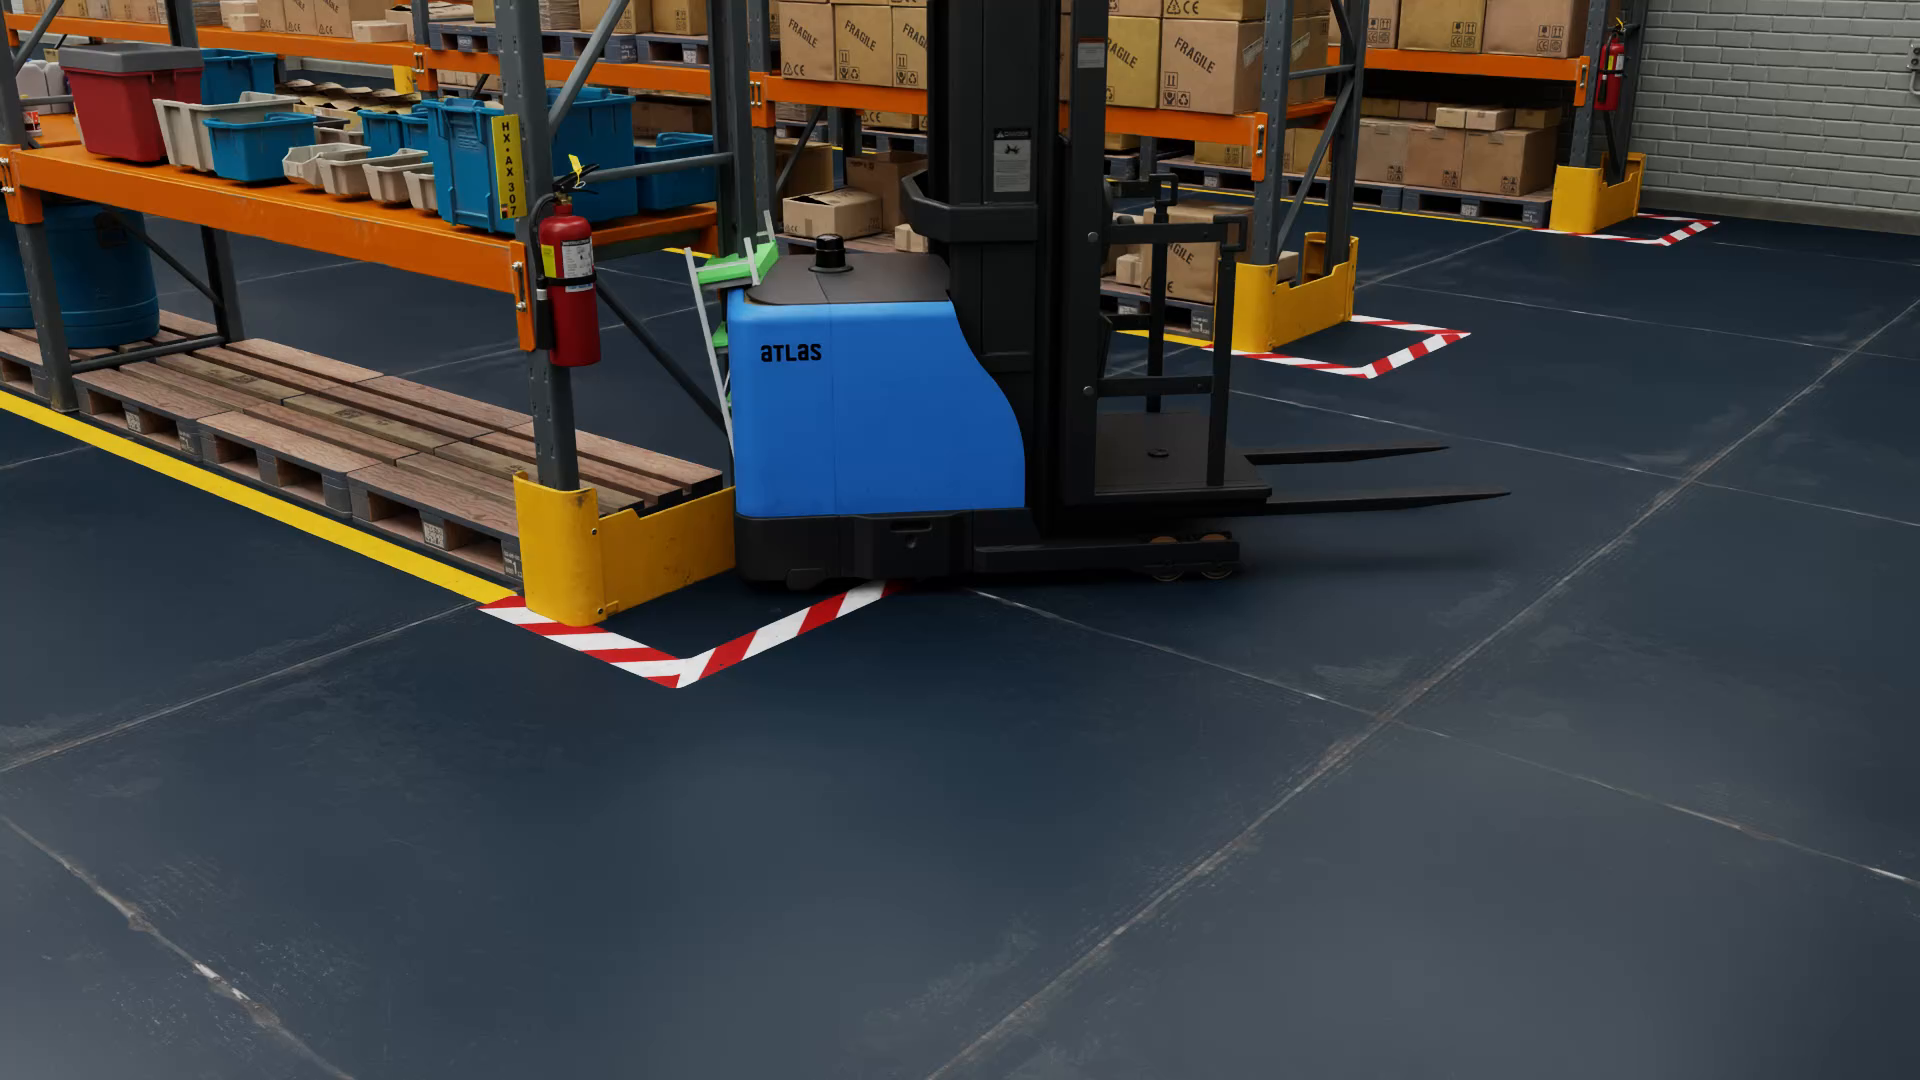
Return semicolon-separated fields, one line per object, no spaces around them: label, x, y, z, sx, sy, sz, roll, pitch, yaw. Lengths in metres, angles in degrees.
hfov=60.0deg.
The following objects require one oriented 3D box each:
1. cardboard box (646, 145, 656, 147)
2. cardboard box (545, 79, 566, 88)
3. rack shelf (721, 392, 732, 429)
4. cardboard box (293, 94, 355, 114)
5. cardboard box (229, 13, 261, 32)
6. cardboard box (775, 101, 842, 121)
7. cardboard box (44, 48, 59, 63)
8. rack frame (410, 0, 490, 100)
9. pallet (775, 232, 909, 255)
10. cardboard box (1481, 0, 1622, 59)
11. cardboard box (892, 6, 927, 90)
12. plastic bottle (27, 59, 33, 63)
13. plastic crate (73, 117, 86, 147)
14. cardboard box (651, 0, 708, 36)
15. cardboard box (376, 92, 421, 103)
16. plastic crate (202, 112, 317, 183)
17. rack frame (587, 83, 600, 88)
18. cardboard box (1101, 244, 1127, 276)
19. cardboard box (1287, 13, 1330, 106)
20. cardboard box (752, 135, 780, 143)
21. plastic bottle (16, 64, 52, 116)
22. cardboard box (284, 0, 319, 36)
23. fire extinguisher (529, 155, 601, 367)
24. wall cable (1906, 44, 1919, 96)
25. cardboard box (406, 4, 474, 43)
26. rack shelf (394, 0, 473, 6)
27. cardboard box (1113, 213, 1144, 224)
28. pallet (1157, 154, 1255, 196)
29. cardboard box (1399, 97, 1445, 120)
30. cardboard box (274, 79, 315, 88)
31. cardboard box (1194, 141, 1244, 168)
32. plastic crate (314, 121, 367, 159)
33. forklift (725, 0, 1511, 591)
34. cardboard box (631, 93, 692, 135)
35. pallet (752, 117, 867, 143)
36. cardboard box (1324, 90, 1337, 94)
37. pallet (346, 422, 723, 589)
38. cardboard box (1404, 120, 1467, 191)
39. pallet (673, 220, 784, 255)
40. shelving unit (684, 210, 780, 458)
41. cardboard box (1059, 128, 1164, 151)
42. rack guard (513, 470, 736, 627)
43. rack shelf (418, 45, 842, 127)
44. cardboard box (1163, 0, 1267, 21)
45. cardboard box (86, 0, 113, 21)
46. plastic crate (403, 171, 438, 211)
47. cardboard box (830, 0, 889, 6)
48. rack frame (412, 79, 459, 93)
cardboard box;-2.031;-2.714;12.532;0.500;0.500;0.500;16;26;36
cardboard box;-4.988;-5.930;21.061;0.500;0.500;0.500;14;25;32
rack shelf;-0.747;-0.548;6.412;0.258;0.148;0.480;-8;22;6
cardboard box;-5.933;-3.987;15.497;0.500;0.311;0.500;17;26;38
cardboard box;-6.731;-4.947;15.891;0.250;0.149;0.380;16;26;36
cardboard box;-1.650;-4.963;18.497;0.500;0.500;0.700;17;26;37
cardboard box;-9.723;-5.180;18.391;0.500;0.500;0.500;16;26;36
rack frame;-4.189;-4.425;14.152;0.127;3.000;1.000;16;26;36
pallet;-0.558;-2.075;11.871;1.213;0.211;1.003;16;26;36
cardboard box;4.737;-4.247;13.254;0.700;0.700;0.980;18;27;39
cardboard box;-0.082;-3.166;10.671;0.500;0.500;0.500;16;26;36
plastic bottle;-5.312;-2.619;9.544;0.097;0.271;0.097;0;21;0
plastic crate;-3.955;-1.942;7.854;0.243;0.136;0.396;16;26;36
cardboard box;-1.888;-4.079;12.497;0.700;0.500;0.500;-17;27;-38
cardboard box;-5.215;-4.024;15.595;0.500;0.311;0.500;15;25;35
plastic crate;-2.879;-1.625;6.879;0.300;0.233;0.416;16;26;36
rack frame;-4.158;-6.673;20.112;0.127;3.000;1.000;16;26;36
cardboard box;0.715;-1.834;10.554;0.500;0.250;0.500;16;26;36
cardboard box;1.832;-2.858;9.855;0.500;0.500;0.500;17;26;37
cardboard box;-1.731;-2.860;12.920;0.500;0.500;0.500;17;26;37
plastic bottle;-5.156;-2.494;9.207;0.135;0.276;0.152;16;26;36
cardboard box;-5.907;-4.960;15.427;0.500;0.500;0.500;16;26;36
fire extinguisher;-1.296;-0.919;5.492;0.183;0.674;0.296;16;26;36
wall cable;6.728;-4.444;12.761;1.851;1.984;0.084;16;26;36
cardboard box;-4.443;-4.477;14.415;0.500;0.311;0.500;18;27;40
rack shelf;-5.708;-6.782;21.422;4.000;0.370;1.077;16;26;36
cardboard box;0.992;-1.982;10.946;0.500;0.250;0.500;16;26;36
pallet;2.579;-3.392;15.364;1.213;0.211;1.003;16;26;36
cardboard box;3.972;-3.707;14.275;0.250;0.149;0.380;17;26;37
cardboard box;-6.793;-4.478;16.799;0.500;0.311;0.500;16;26;36
cardboard box;2.554;-3.720;15.229;0.500;0.500;0.700;16;26;37
plastic crate;-2.686;-1.778;7.421;0.466;0.136;0.293;16;26;36
forklift;0.624;-1.399;6.224;3.031;2.935;1.130;-3;21;-7
cardboard box;-2.474;-3.430;13.368;0.500;0.250;0.500;15;26;35
pallet;-1.664;-4.650;18.701;1.213;0.211;1.003;16;26;36
cardboard box;3.181;-3.935;14.879;0.250;0.149;0.380;15;25;35
pallet;-1.740;-0.177;6.839;1.213;0.211;1.003;16;26;36
cardboard box;4.145;-3.263;14.017;0.500;0.500;0.700;16;26;36
pallet;-1.744;-2.399;12.732;1.213;0.211;1.003;16;26;36
shelving unit;-0.758;-0.607;6.389;0.258;1.200;0.503;-8;22;6
cardboard box;1.454;-4.188;15.975;0.750;0.750;0.750;16;26;37
rack guard;-1.099;-0.116;6.267;0.348;0.500;1.175;16;26;36
rack shelf;-2.639;-3.643;13.096;4.000;0.370;1.077;16;26;36
cardboard box;1.490;-3.179;9.289;0.500;0.500;0.500;16;26;36
cardboard box;-8.832;-5.805;17.668;0.500;0.500;0.700;17;27;38
plastic crate;-1.872;-1.325;6.218;0.243;0.136;0.396;16;26;36
cardboard box;-0.503;-3.751;10.804;0.500;0.500;0.500;15;25;35
rack frame;-7.257;-7.565;22.479;0.127;3.000;1.000;16;26;36
